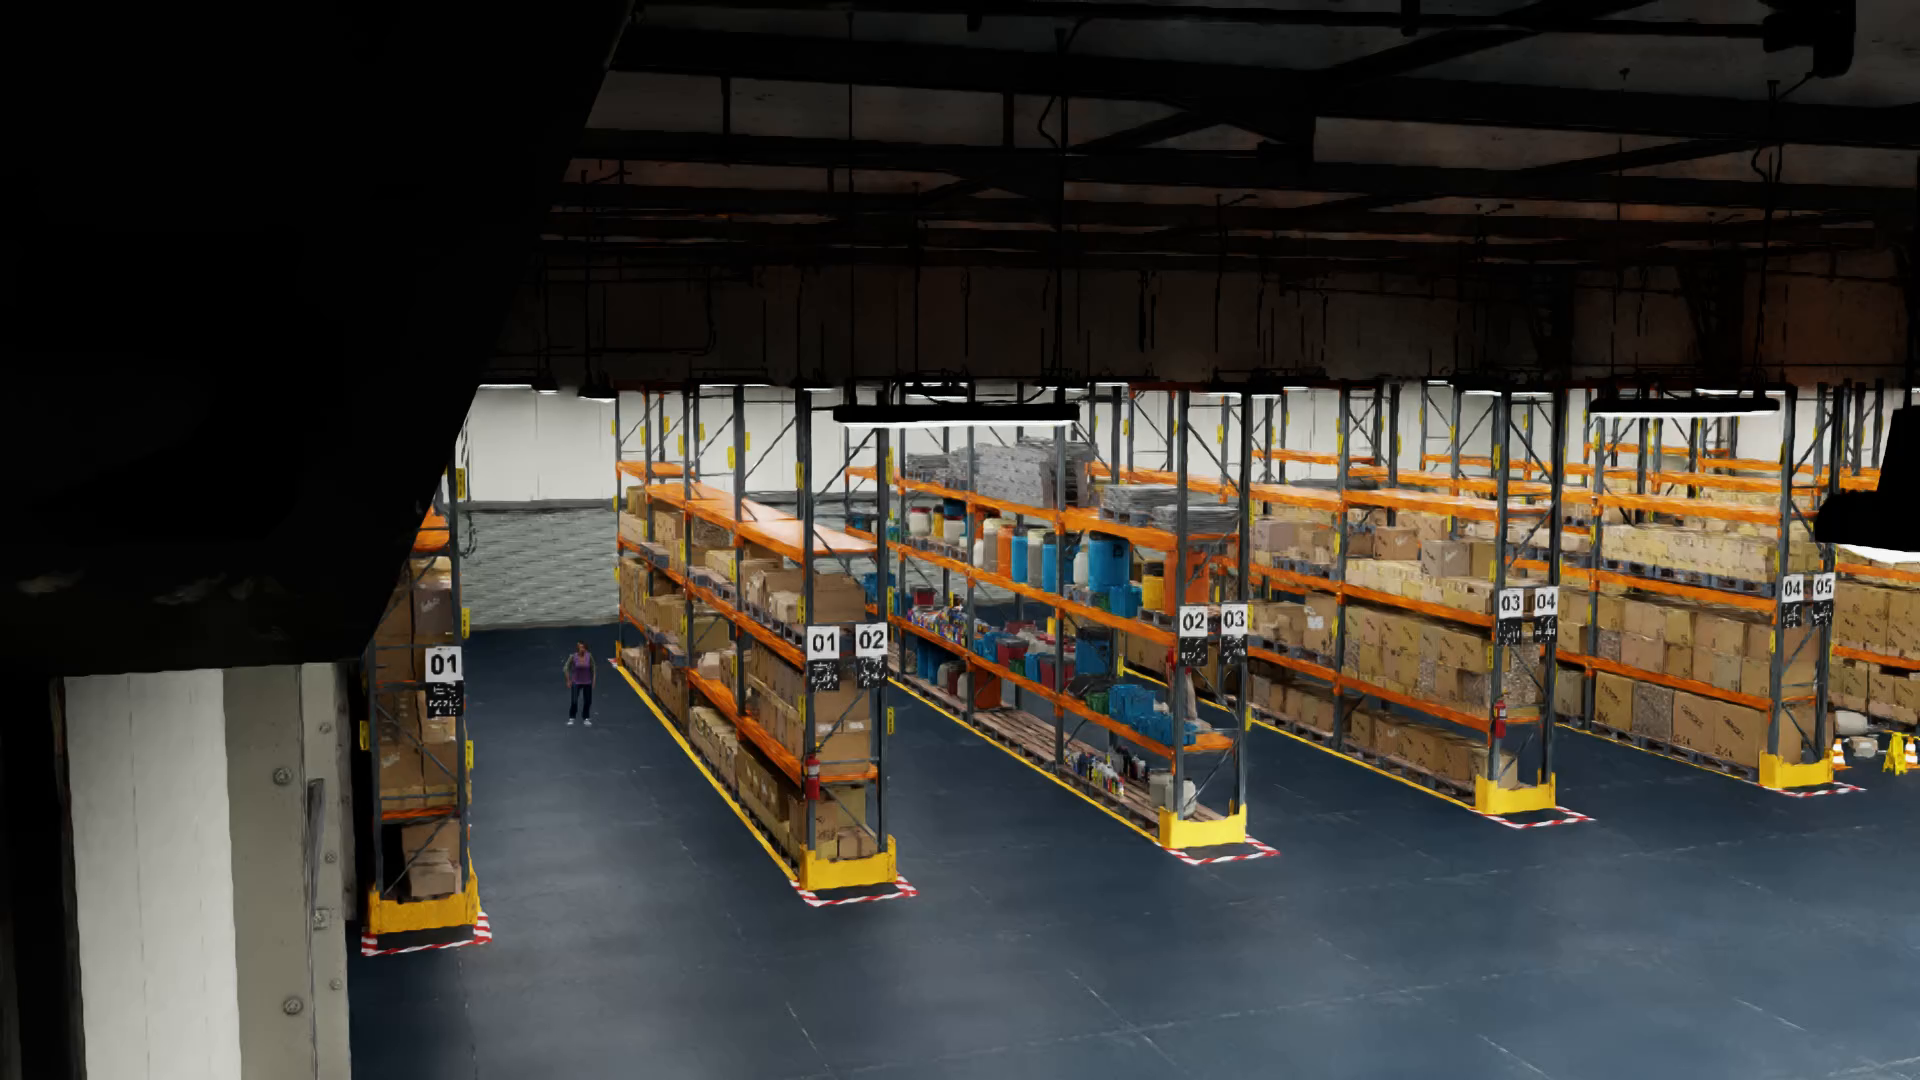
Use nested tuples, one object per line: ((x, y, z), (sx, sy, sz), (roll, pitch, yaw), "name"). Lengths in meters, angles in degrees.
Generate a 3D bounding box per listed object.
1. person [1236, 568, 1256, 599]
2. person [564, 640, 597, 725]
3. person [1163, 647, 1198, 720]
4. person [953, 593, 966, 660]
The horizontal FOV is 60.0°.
((7.111, 1.147, 41.202), (0.608, 1.658, 0.422), (5, 8, 41), "person")
((-6.645, 2.496, 29.122), (0.566, 1.541, 0.519), (-2, 7, -22), "person")
((3.859, 2.407, 29.175), (0.542, 1.631, 1.126), (-2, 6, -17), "person")
((-0.105, 1.884, 34.473), (0.494, 1.624, 0.936), (-6, 8, -42), "person")
